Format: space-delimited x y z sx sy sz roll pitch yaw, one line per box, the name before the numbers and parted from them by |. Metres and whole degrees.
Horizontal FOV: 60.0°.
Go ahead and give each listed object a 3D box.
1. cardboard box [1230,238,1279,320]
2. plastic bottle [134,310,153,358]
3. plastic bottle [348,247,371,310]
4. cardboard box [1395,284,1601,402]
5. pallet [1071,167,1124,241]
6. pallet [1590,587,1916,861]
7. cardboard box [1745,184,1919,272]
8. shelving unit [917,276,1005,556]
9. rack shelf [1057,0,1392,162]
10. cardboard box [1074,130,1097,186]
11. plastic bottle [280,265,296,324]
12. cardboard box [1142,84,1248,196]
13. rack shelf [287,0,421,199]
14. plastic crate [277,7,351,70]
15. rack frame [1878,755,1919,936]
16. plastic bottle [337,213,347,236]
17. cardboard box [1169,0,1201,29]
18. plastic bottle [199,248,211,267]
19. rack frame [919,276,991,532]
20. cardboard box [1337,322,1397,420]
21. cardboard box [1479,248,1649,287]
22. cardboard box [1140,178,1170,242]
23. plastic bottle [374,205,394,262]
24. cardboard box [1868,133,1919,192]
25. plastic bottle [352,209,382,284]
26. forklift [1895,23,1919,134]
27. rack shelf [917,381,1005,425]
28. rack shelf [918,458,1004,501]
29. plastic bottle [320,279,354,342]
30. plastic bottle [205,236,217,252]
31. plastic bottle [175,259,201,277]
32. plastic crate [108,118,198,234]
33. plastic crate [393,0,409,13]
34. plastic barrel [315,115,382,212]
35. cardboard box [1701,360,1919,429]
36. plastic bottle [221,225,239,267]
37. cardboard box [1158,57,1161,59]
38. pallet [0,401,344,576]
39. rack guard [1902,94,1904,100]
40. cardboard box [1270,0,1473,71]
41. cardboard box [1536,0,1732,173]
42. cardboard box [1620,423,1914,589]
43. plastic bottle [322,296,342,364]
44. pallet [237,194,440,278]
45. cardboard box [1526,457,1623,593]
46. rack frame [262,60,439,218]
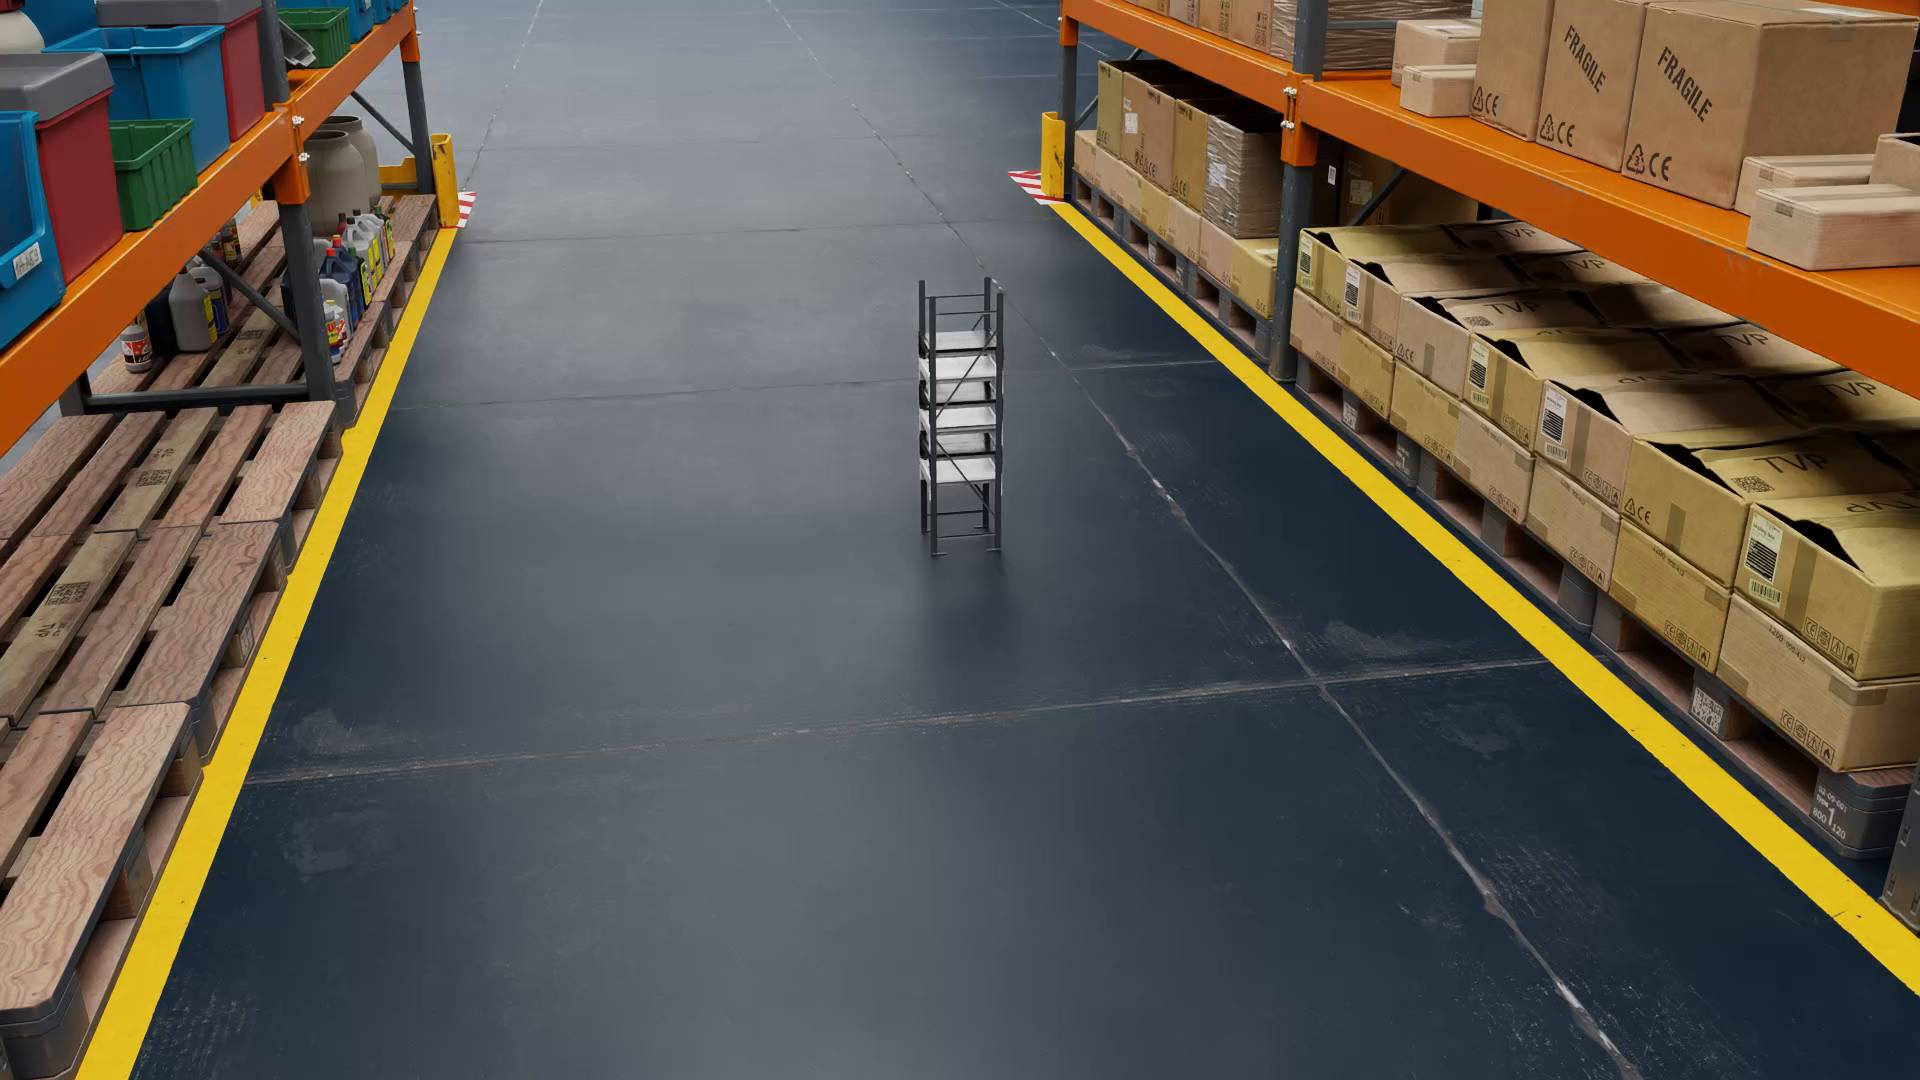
cardboard box | 1.579 -1.222 7.711 0.500 0.250 0.500 -4 24 -10
plastic bottle | -3.402 -0.880 6.861 0.061 0.283 0.133 -3 24 -7
plastic bottle | -2.755 -1.206 7.607 0.061 0.283 0.133 -3 24 -7
cardboard box | 1.895 -0.731 5.886 0.500 0.311 0.500 -5 24 -11
pallet | 1.322 -2.121 10.343 1.003 0.211 1.213 -4 24 -10
pallet | 2.505 0.401 4.568 1.003 0.211 1.213 -4 24 -10
cardboard box | 2.181 -0.768 4.075 0.380 0.149 0.250 -4 24 -10
shelving unit | 0.001 -0.409 5.563 0.258 0.900 0.210 -4 24 -10
rack shelf | 1.509 -2.580 8.809 1.077 0.370 4.000 -4 24 -10
cardboard box | 1.020 -2.402 10.412 0.500 0.250 0.500 -4 24 -10
plastic bottle | -2.872 -1.083 7.243 0.144 0.351 0.185 -4 24 -10
cardboard box | 1.295 -2.155 8.911 0.500 0.500 0.500 -4 24 -10
rack shelf | -3.359 -2.215 7.973 1.077 0.370 4.000 -4 24 -10
plastic crate | -2.963 -2.216 7.341 0.450 0.188 0.662 -4 24 -10
rack frame | 2.619 -0.550 3.262 1.000 3.000 0.127 -4 24 -10
plastic bottle | -3.043 -1.489 8.256 0.061 0.283 0.133 -4 24 -10
cardboard box | 1.502 -2.949 8.630 0.700 0.500 0.500 -4 24 -8
plastic bottle | -3.391 -1.167 7.519 0.061 0.283 0.133 -4 24 -10
rack frame | -0.017 -0.449 5.654 0.240 0.900 0.006 -4 24 -10
cardboard box | 1.804 -0.678 6.464 0.500 0.250 0.500 -4 24 -8
cardboard box | 2.338 -0.970 6.434 0.500 0.311 0.500 -4 24 -8
cardboard box | 1.296 -1.812 9.061 0.500 0.250 0.500 -4 24 -10
plastic bottle | -2.919 -1.554 8.404 0.061 0.283 0.133 -4 24 -8
cardboard box | 2.644 -0.875 4.118 0.500 0.311 0.500 -5 24 -10
plastic bottle | -2.879 -1.409 7.988 0.144 0.351 0.185 -3 24 -8
forklift | 4.794 -2.094 6.883 3.031 2.935 1.130 14 27 29
rack shelf | 0.001 -0.461 5.540 0.258 0.077 0.200 -4 24 -10
rack shelf | 0.002 -0.214 5.648 0.258 0.077 0.200 -4 24 -10
plastic bottle | -2.704 -0.995 7.133 0.152 0.276 0.135 -3 24 -8
plastic bottle | -3.618 -1.373 8.004 0.097 0.271 0.097 0 24 0
plastic bottle | -3.487 -1.180 7.465 0.144 0.351 0.185 -4 24 -10
plastic crate | -2.390 -0.997 4.550 0.450 0.188 0.662 -4 24 -10
plastic crate | -3.342 -3.089 9.260 0.499 0.251 0.616 -4 24 -10
plastic barrel | -3.532 -2.131 9.465 0.421 0.512 0.421 0 24 0
cardboard box | 2.613 -0.374 5.068 0.500 0.311 0.500 -5 24 -11
plastic bottle | -3.681 -1.474 8.324 0.097 0.201 0.097 0 24 0
cardboard box | 1.531 -2.784 10.350 0.500 0.500 0.500 -4 24 -10
pallet | -2.806 -0.174 5.885 1.003 0.211 1.213 -4 24 -10
rack guard | 6.021 -2.889 11.741 1.175 0.500 0.348 -4 24 -10
cardboard box | 1.791 -2.343 7.243 0.700 0.500 0.500 -5 24 -11
cardboard box | 2.195 -1.462 5.224 0.500 0.500 0.500 -4 24 -10
cardboard box | 2.178 -0.131 4.513 0.500 0.311 0.500 -5 24 -11
plastic bottle | -2.617 -0.867 6.847 0.097 0.271 0.097 0 24 0
pallet | -3.524 -1.707 9.395 1.003 0.211 1.213 -4 24 -10
cardboard box | 2.093 -0.072 5.077 0.500 0.250 0.500 -4 24 -9
rack frame | -3.729 -3.332 9.630 1.000 3.000 0.127 -4 24 -10
